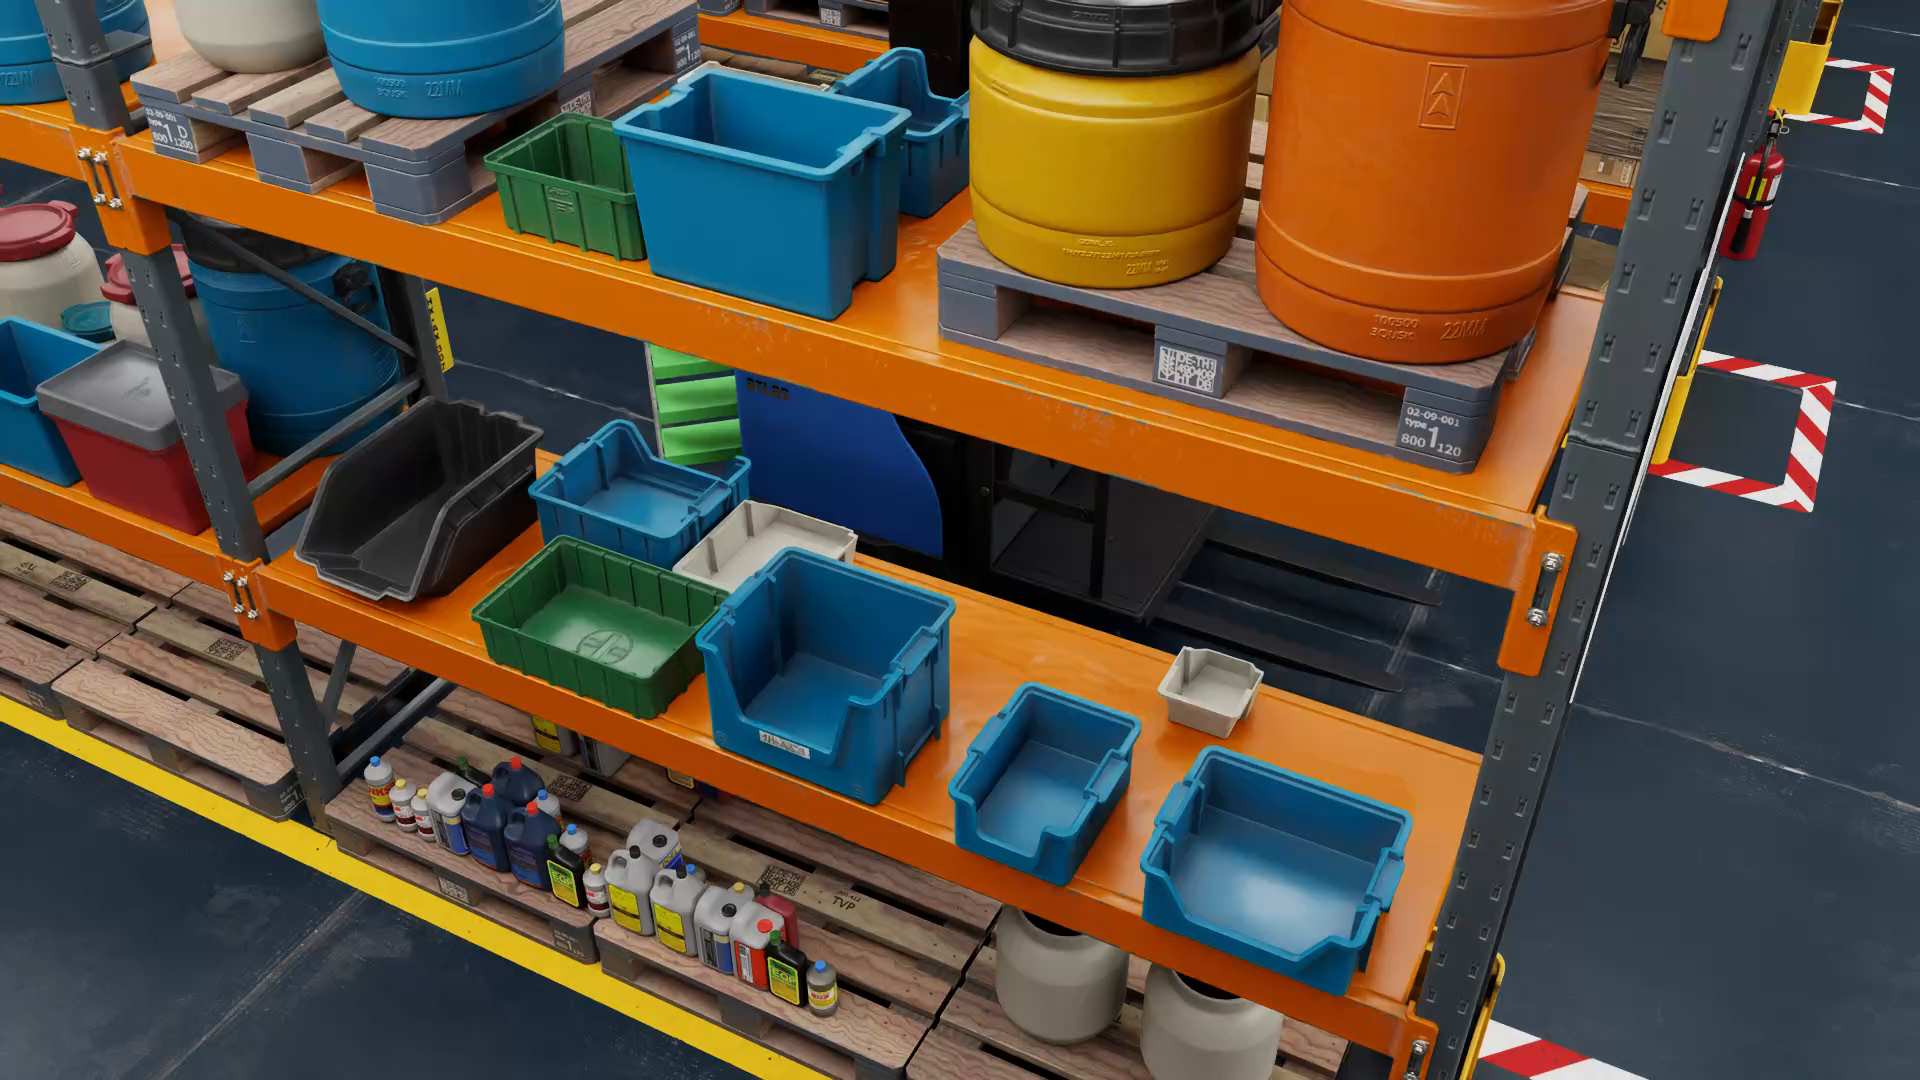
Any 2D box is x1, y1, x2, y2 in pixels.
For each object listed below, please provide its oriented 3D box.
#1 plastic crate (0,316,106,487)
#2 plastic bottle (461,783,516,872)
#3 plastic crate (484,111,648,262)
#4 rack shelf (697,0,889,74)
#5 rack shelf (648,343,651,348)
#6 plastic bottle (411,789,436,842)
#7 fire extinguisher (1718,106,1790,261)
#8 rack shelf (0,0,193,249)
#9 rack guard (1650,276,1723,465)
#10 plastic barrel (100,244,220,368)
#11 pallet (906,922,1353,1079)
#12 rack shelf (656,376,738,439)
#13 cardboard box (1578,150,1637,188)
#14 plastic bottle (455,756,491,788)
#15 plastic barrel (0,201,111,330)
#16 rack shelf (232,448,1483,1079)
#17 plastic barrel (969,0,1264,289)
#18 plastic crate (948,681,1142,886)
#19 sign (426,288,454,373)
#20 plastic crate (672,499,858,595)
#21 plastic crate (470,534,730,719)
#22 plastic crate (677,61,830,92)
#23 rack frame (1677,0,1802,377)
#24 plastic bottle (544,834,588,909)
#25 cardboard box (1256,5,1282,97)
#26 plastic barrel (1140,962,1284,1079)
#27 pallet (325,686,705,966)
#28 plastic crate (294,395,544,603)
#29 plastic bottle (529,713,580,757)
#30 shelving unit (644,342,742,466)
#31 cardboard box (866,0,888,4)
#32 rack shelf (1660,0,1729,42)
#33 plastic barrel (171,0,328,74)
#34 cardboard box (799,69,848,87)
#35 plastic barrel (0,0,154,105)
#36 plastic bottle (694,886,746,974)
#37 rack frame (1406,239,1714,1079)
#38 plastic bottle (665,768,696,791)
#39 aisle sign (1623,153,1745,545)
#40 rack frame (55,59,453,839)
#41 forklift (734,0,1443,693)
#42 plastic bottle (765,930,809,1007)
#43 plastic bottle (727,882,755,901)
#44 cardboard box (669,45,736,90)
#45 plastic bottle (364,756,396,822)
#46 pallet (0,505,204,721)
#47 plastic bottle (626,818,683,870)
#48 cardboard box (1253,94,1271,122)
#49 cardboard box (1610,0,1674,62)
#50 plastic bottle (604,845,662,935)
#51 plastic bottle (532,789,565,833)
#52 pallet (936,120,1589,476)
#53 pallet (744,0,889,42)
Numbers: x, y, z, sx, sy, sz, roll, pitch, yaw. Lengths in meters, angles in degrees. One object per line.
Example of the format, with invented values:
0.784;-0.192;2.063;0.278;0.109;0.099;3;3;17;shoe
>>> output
-3.285;-0.482;5.917;0.575;0.384;0.392;17;41;21;plastic crate
-1.637;0.979;5.807;0.185;0.351;0.144;18;41;23;plastic bottle
-0.887;-0.874;4.115;0.450;0.188;0.336;17;41;21;plastic crate
-1.661;-3.277;10.181;4.000;0.370;1.077;17;41;21;rack shelf
-1.163;-1.008;7.398;0.480;0.148;0.258;-8;38;-11;rack shelf
-1.901;0.972;5.940;0.097;0.201;0.097;0;37;0;plastic bottle
3.557;-1.585;7.421;0.183;0.674;0.296;17;41;21;fire extinguisher
-3.939;-1.813;5.771;4.000;0.370;1.077;17;41;21;rack shelf
3.599;-0.921;8.549;0.348;0.500;1.175;17;41;21;rack guard
-2.911;-0.786;6.192;0.433;0.535;0.433;0;37;0;plastic barrel
0.581;1.650;5.402;1.213;0.211;1.003;17;41;21;pallet
-1.163;-0.626;7.688;0.480;0.148;0.258;-8;38;-11;rack shelf
3.097;-1.833;7.892;0.250;0.149;0.380;17;41;21;cardboard box
-1.733;0.900;5.966;0.133;0.283;0.061;17;41;21;plastic bottle
-3.563;-0.990;6.461;0.433;0.535;0.433;0;37;0;plastic barrel
-0.387;0.494;5.213;4.000;0.370;1.077;17;41;21;rack shelf
0.318;-0.922;3.500;0.600;0.588;0.600;0;37;0;plastic barrel
0.233;0.661;4.521;0.408;0.251;0.499;17;41;21;plastic crate
-1.900;-0.751;6.029;0.005;0.325;0.100;17;41;21;sign
-0.604;0.072;5.392;0.437;0.136;0.530;17;41;21;plastic crate
-1.087;0.265;5.095;0.662;0.188;0.450;17;41;21;plastic crate
-0.552;-1.209;4.599;0.396;0.136;0.243;17;41;21;plastic crate
3.667;-1.895;7.766;0.127;3.000;1.000;17;41;21;rack frame
-1.342;1.126;5.668;0.133;0.283;0.061;19;41;23;plastic bottle
1.829;-2.603;8.370;0.500;0.500;0.875;17;41;21;cardboard box
0.770;1.446;5.075;0.421;0.512;0.421;0;37;0;plastic barrel
-1.586;0.972;6.296;1.213;0.211;1.003;17;41;21;pallet
-1.756;-0.110;5.465;0.504;0.338;0.767;17;41;21;plastic crate
-1.525;0.633;6.262;0.185;0.351;0.144;17;41;21;plastic bottle
-1.163;-0.677;7.650;0.503;1.200;0.258;-8;38;-11;shelving unit
-0.526;-3.710;9.313;1.000;1.000;1.000;18;41;22;cardboard box
-0.387;-1.736;3.520;4.000;0.370;1.077;17;41;21;rack shelf
-1.871;-1.530;4.364;0.421;0.512;0.421;0;37;0;plastic barrel
-0.835;-2.512;10.282;0.500;0.500;0.700;17;40;21;cardboard box
-2.714;-1.768;4.702;0.708;0.901;0.600;17;41;21;plastic barrel
-0.778;1.275;5.478;0.135;0.276;0.152;16;40;20;plastic bottle
1.389;0.764;4.263;0.127;3.000;1.000;17;41;21;rack frame
-1.025;0.788;6.114;0.133;0.283;0.061;17;41;21;plastic bottle
1.588;-0.409;3.658;0.004;0.787;0.394;17;41;21;aisle sign
-2.163;-0.348;5.728;0.127;3.000;1.000;17;41;21;rack frame
0.558;-0.991;6.631;3.031;2.935;1.130;18;41;22;forklift
-0.555;1.373;5.344;0.133;0.283;0.061;18;41;23;plastic bottle
-0.737;1.232;5.596;0.097;0.201;0.097;0;37;0;plastic bottle
-1.828;-2.822;10.691;0.500;0.500;0.700;21;42;25;cardboard box
-2.081;0.887;5.993;0.097;0.271;0.097;0;37;0;plastic bottle
-3.965;0.226;7.277;1.213;0.211;1.003;17;41;21;pallet
-1.046;1.093;5.718;0.135;0.276;0.152;17;41;21;plastic bottle
1.506;-2.276;8.476;0.250;0.149;0.380;17;41;21;cardboard box
3.065;-2.472;7.370;0.500;0.500;0.500;17;41;21;cardboard box
-1.092;1.150;5.582;0.185;0.351;0.144;17;40;21;plastic bottle
-1.453;0.986;5.863;0.097;0.271;0.097;0;37;0;plastic bottle
0.700;-0.638;3.785;1.213;0.211;1.003;17;41;21;pallet
-0.497;-3.222;9.672;1.213;0.211;1.003;17;41;21;pallet
